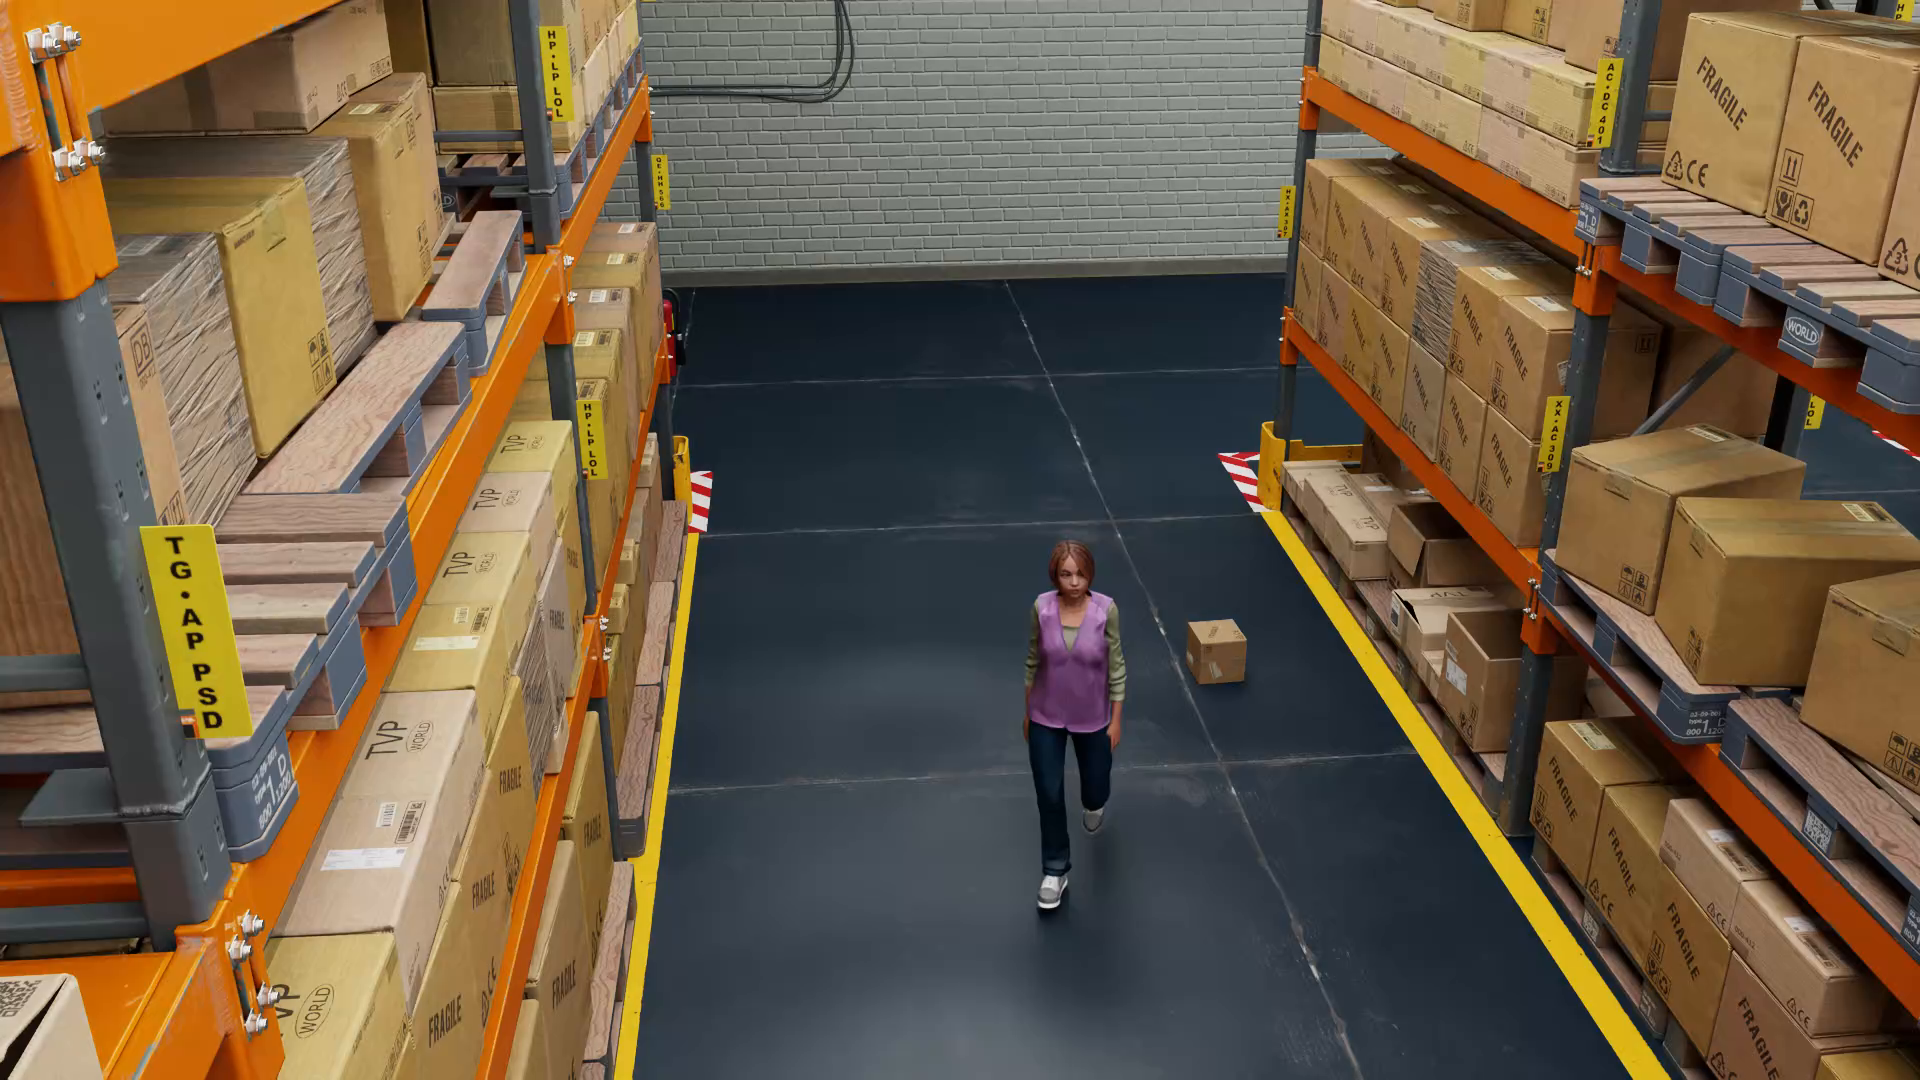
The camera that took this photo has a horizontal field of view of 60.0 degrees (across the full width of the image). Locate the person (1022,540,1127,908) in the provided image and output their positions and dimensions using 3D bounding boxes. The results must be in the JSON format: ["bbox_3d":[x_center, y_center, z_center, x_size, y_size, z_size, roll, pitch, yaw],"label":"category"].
[{"bbox_3d":[0.477,0.722,6.964,0.429,1.569,0.678,3,24,8],"label":"person"}]
